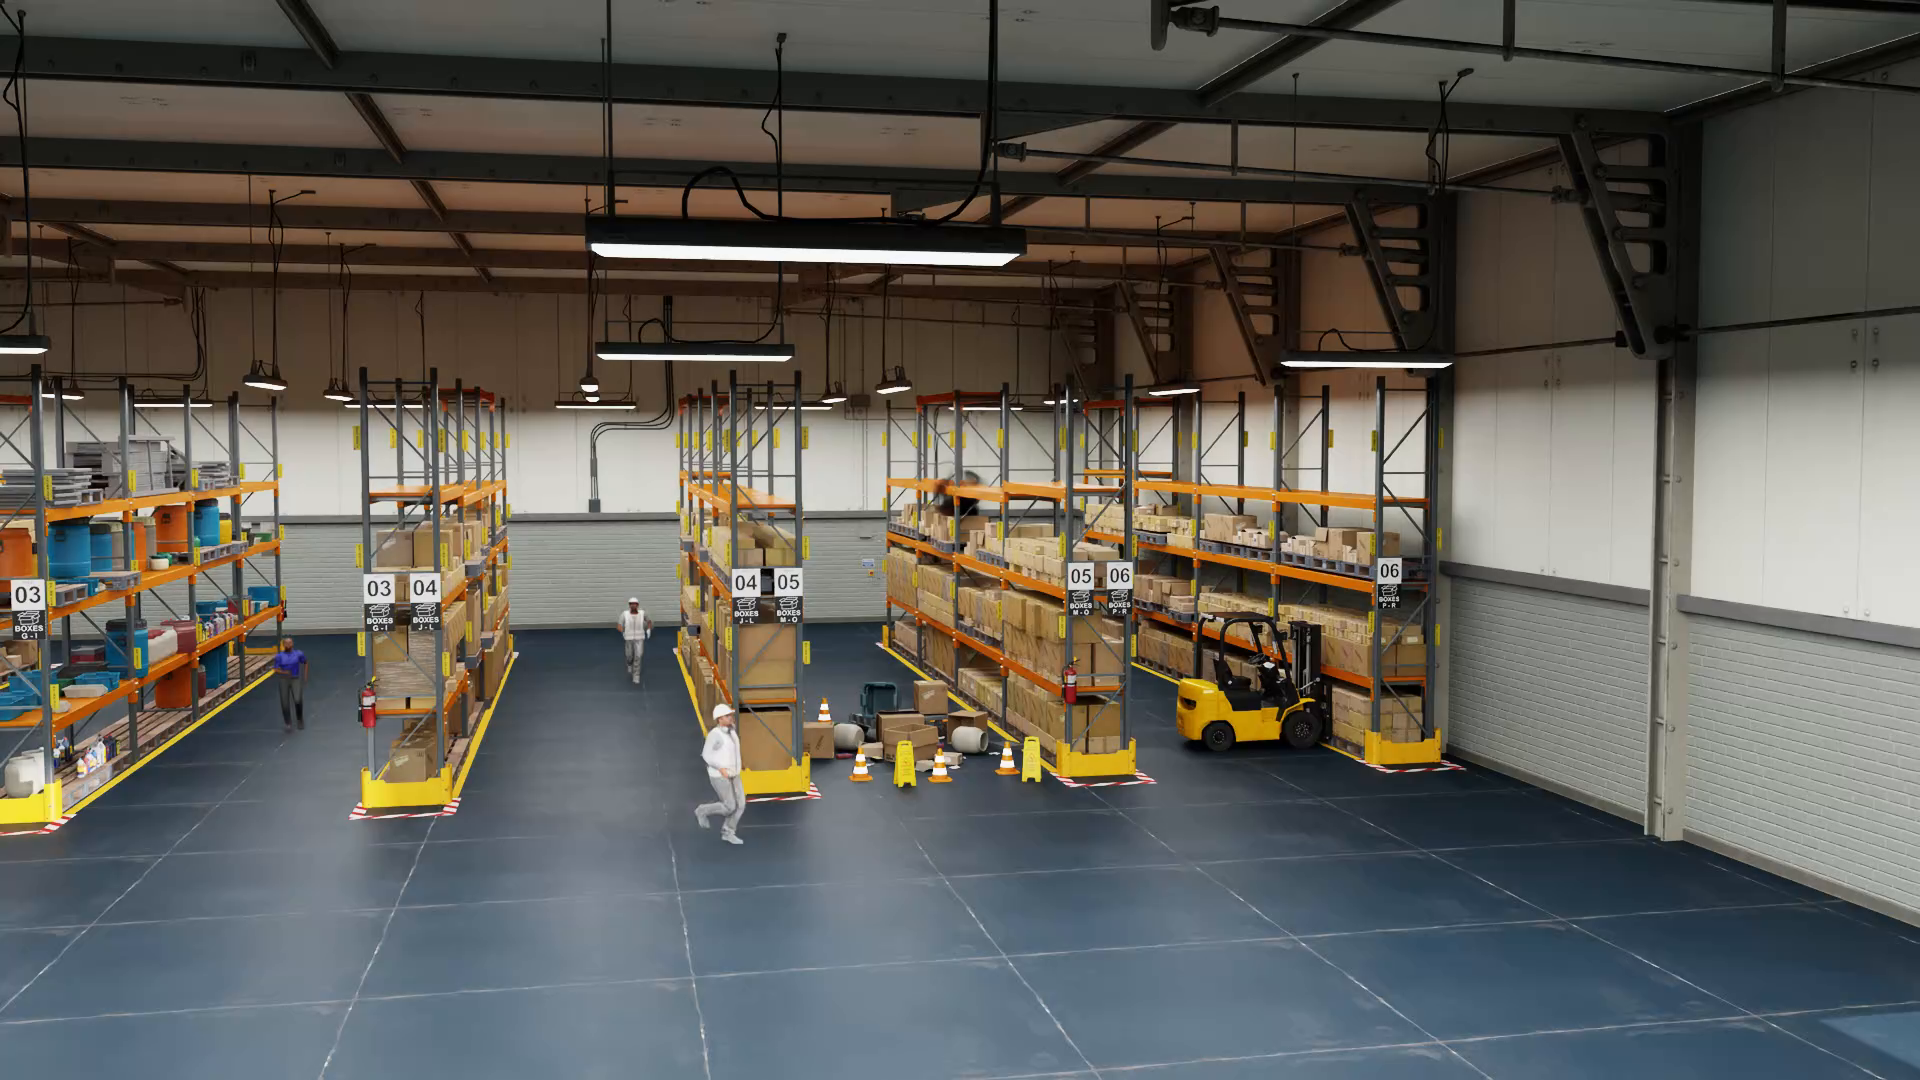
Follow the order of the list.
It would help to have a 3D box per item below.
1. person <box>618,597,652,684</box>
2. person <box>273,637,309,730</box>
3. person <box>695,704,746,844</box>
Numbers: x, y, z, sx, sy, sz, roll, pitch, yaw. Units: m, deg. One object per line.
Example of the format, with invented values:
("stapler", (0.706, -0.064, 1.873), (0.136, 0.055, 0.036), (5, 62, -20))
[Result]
("person", (-6.763, 2.071, 34.612), (0.697, 1.753, 0.917), (-1, 3, -12))
("person", (-11.482, 2.522, 28.568), (0.569, 1.539, 0.655), (-1, 4, -23))
("person", (-2.987, 2.916, 20.782), (0.627, 1.744, 0.668), (2, 4, 25))
